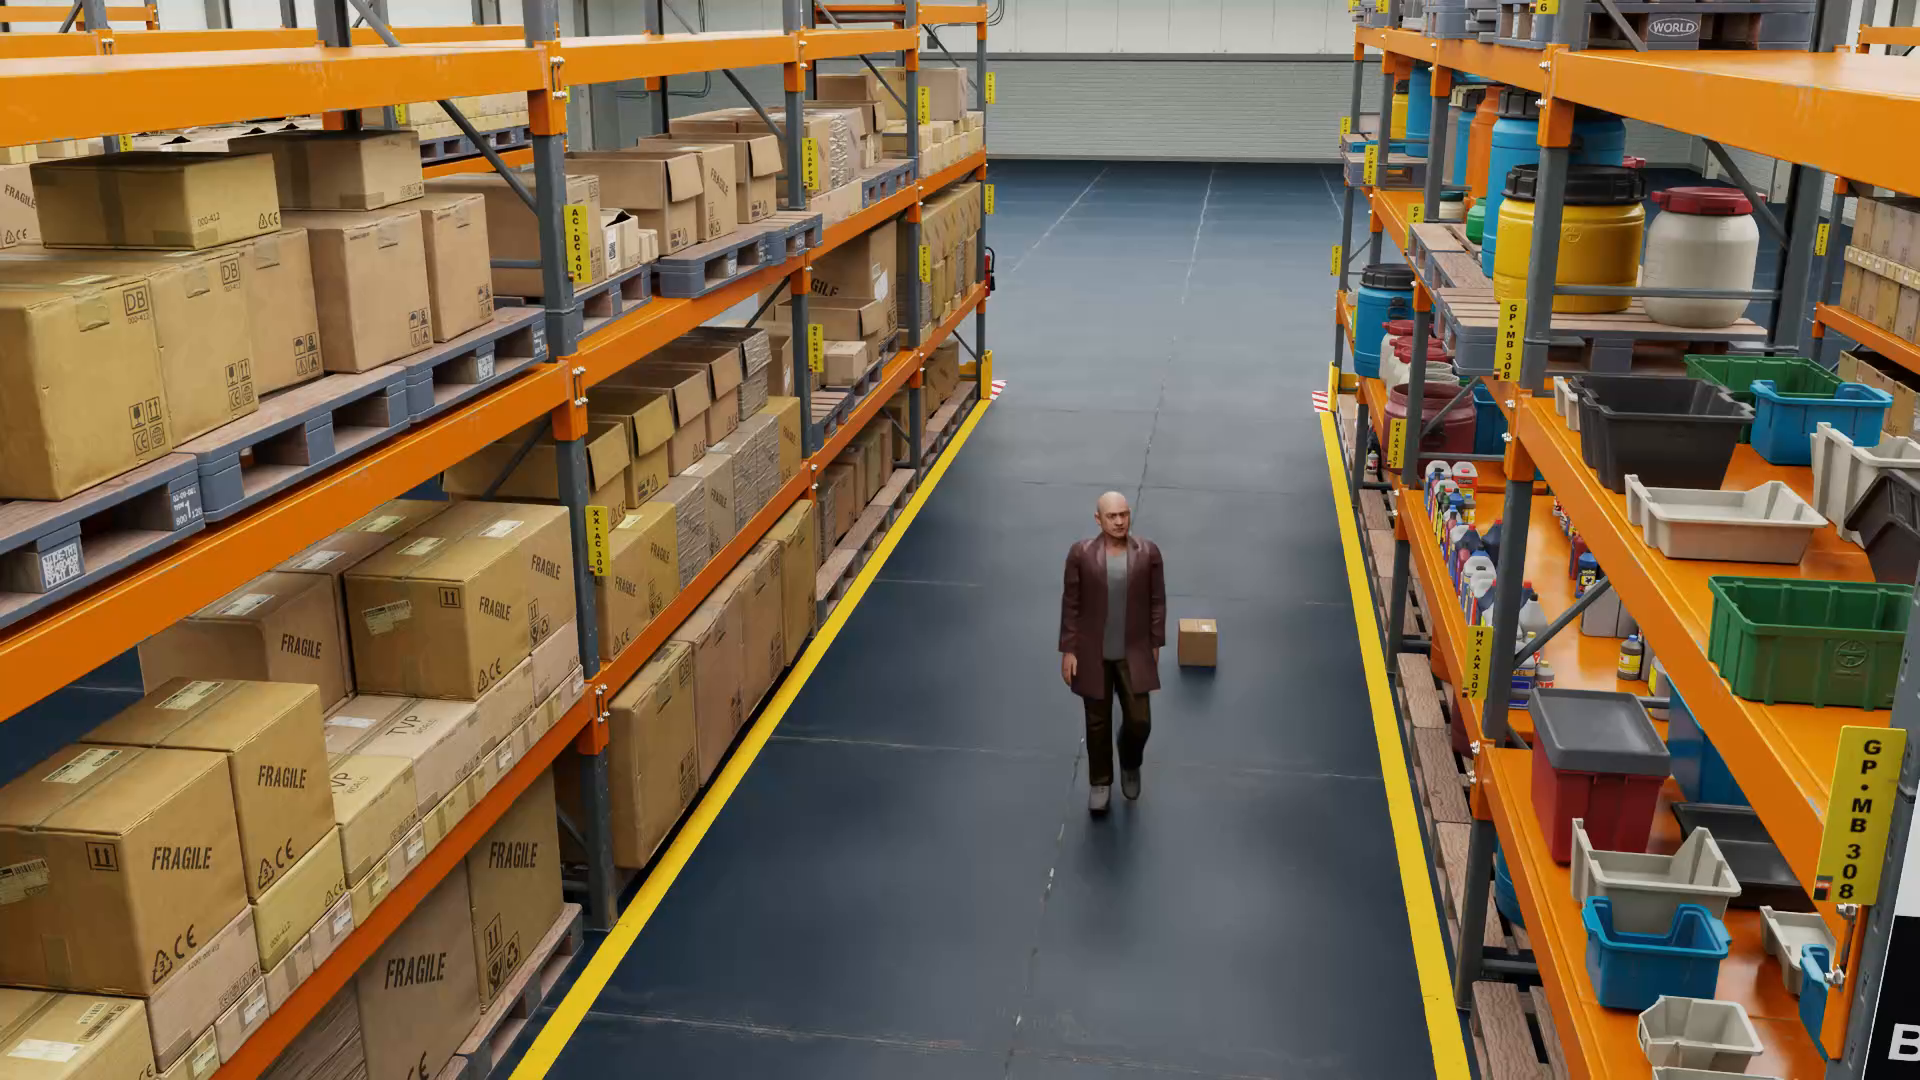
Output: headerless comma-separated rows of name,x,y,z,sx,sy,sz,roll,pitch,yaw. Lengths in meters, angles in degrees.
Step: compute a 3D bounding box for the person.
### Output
person,0.829,0.620,9.073,0.590,1.789,0.511,1,18,2
